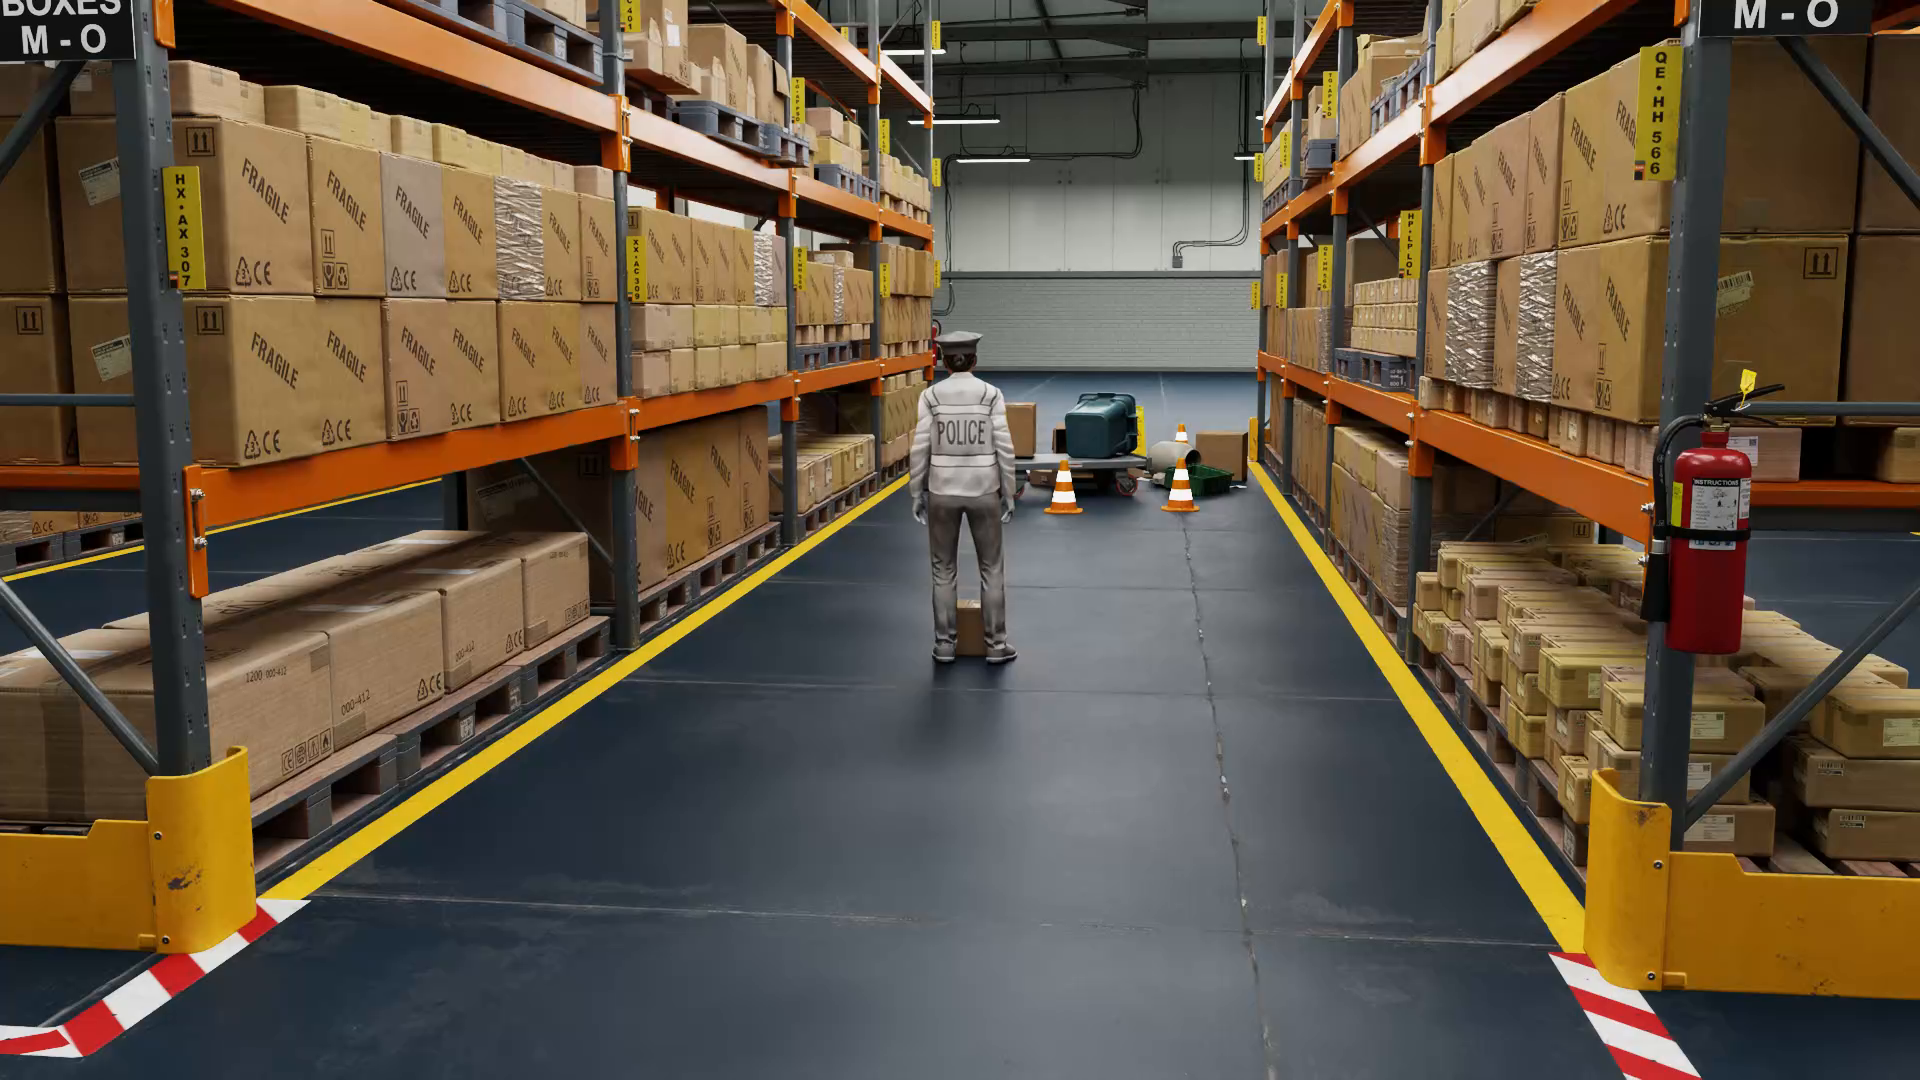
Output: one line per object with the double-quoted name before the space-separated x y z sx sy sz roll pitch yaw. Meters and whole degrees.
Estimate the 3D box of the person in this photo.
"person" 0.017 -0.212 8.352 0.545 1.663 0.376 0 8 3
